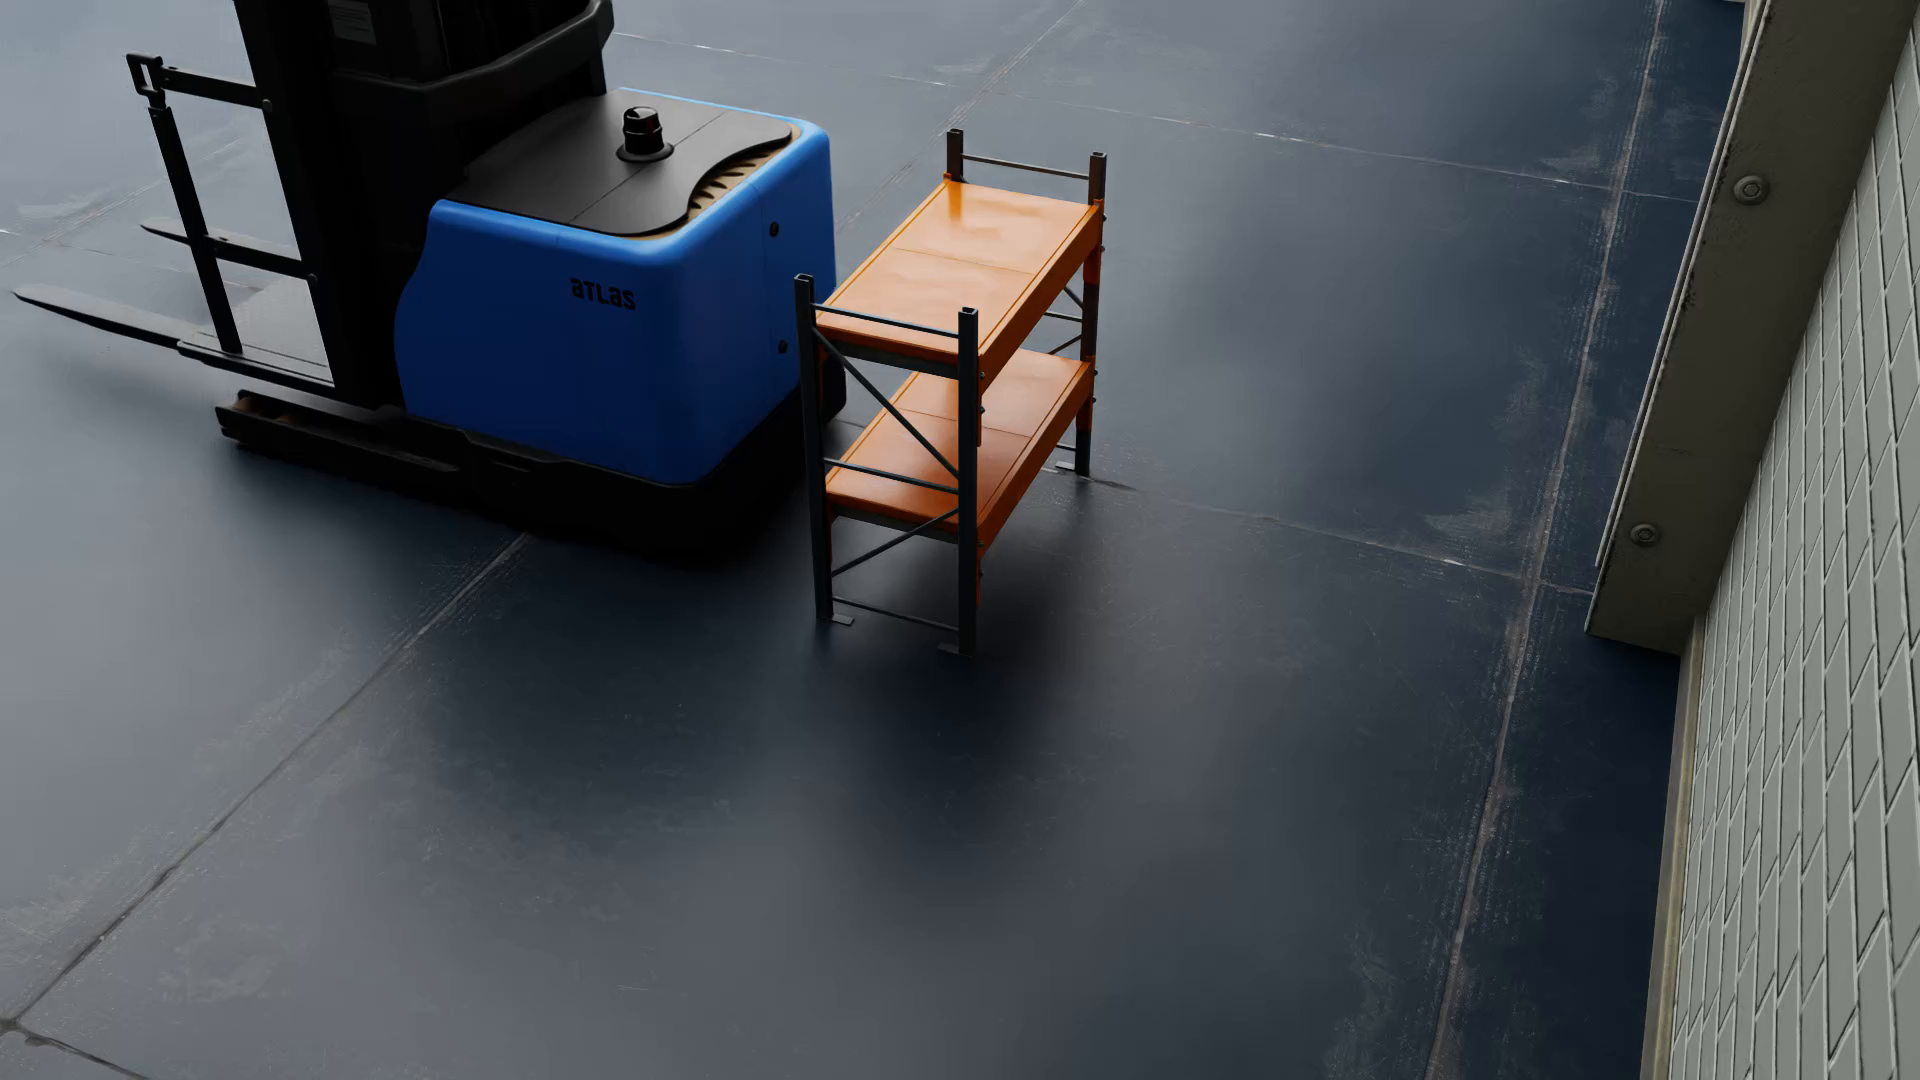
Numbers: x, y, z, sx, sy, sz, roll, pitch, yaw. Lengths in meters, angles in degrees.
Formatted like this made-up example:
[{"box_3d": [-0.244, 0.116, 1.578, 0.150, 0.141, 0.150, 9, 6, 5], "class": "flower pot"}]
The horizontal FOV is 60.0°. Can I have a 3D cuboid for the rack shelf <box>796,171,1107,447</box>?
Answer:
[{"box_3d": [0.003, -0.689, 4.743, 0.538, 0.278, 1.000, 14, 39, 18], "class": "rack shelf"}]

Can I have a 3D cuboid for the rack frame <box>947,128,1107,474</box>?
[{"box_3d": [0.196, -0.736, 5.295, 0.500, 1.125, 0.032, 14, 39, 18], "class": "rack frame"}]

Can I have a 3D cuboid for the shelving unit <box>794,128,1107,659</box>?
[{"box_3d": [0.003, -0.454, 4.918, 0.538, 1.125, 1.048, 14, 39, 18], "class": "shelving unit"}]

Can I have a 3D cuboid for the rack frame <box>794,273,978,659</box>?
[{"box_3d": [-0.191, -0.173, 4.542, 0.500, 1.125, 0.032, 14, 39, 18], "class": "rack frame"}]

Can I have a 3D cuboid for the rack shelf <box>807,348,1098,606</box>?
[{"box_3d": [0.003, -0.258, 5.065, 0.538, 0.278, 1.000, 14, 39, 18], "class": "rack shelf"}]

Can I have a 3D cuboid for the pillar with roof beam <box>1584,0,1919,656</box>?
[{"box_3d": [-1.929, -4.388, 3.604, 9.100, 9.000, 0.400, 14, 39, 18], "class": "pillar with roof beam"}]

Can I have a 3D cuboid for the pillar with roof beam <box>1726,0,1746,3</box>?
[{"box_3d": [0.354, -7.710, 8.049, 9.100, 9.000, 0.400, 14, 39, 18], "class": "pillar with roof beam"}]

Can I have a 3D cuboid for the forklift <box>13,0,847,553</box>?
[{"box_3d": [-1.956, -1.716, 5.098, 3.031, 2.935, 1.130, 15, 39, 19], "class": "forklift"}]
